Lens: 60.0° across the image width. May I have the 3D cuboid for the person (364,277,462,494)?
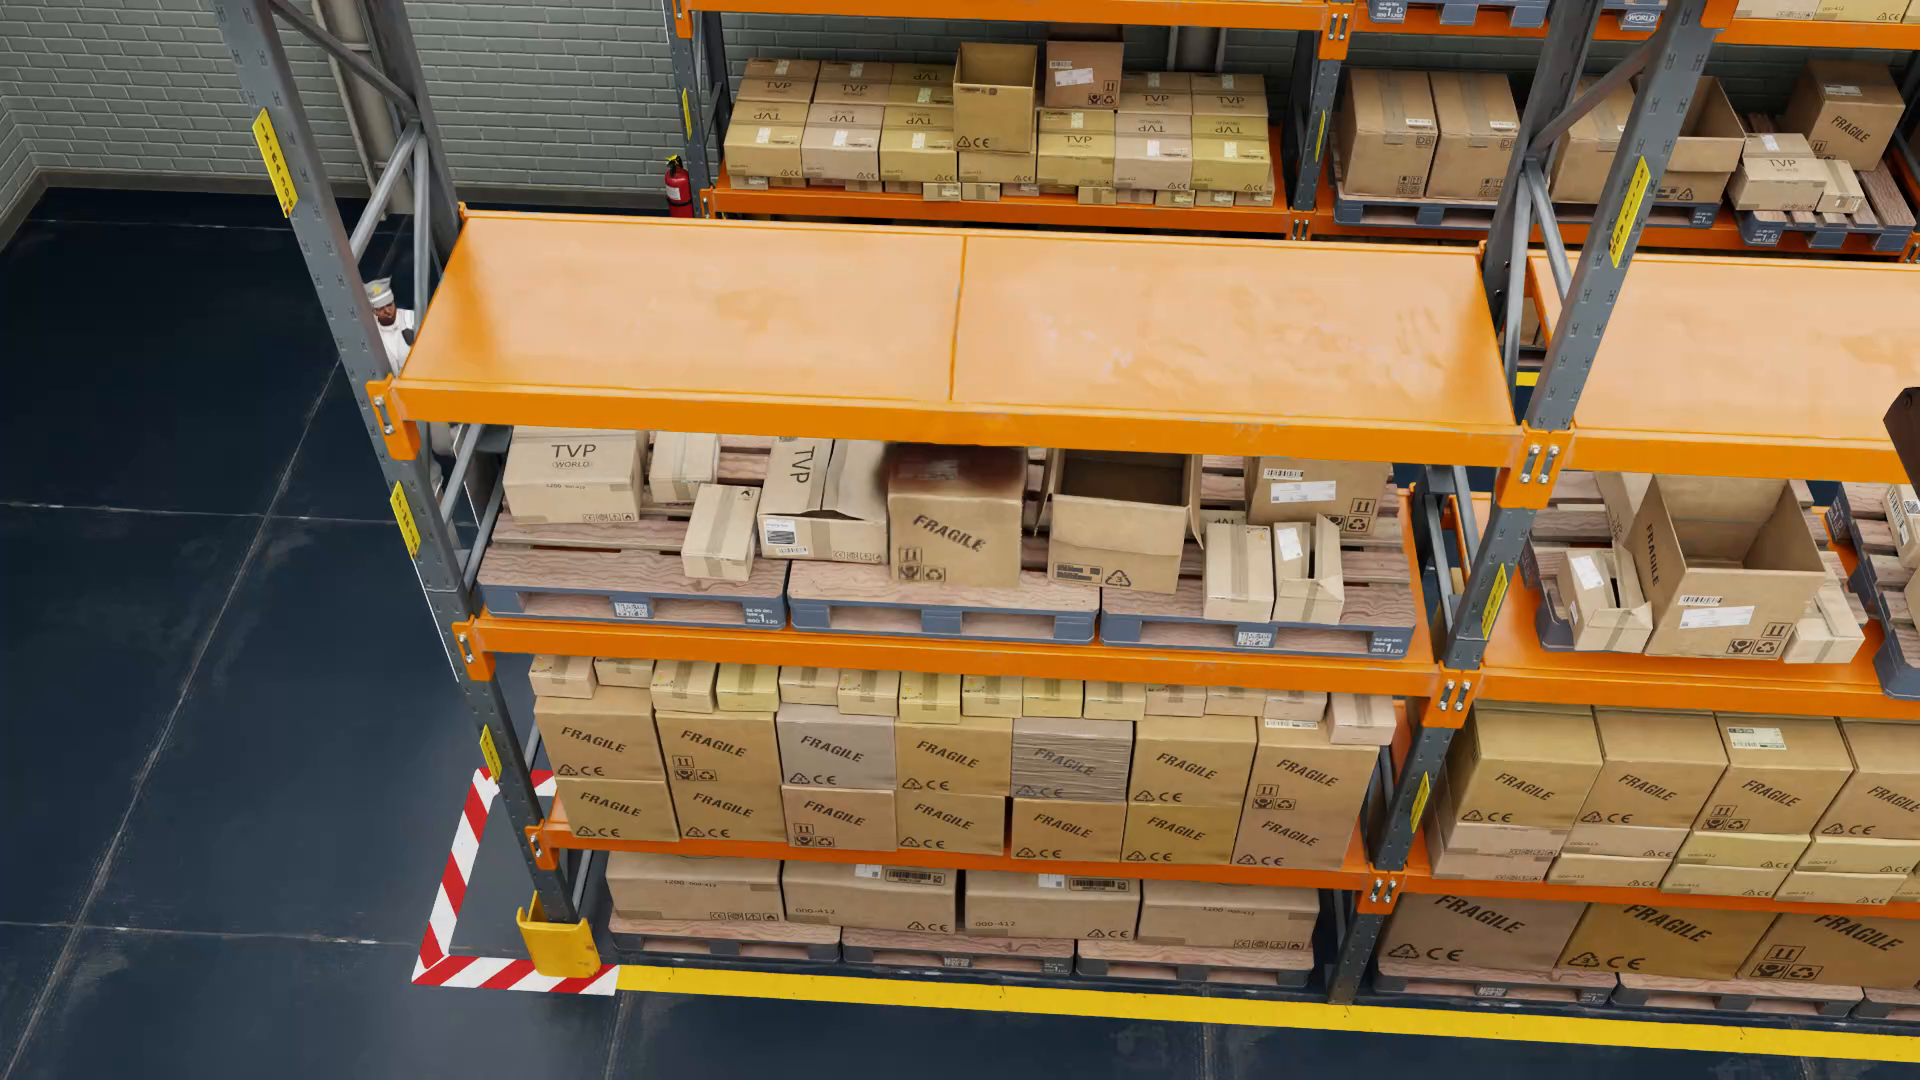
[{"bbox_3d":[-3.460,-0.961,10.458,0.457,1.676,0.517,0,48,0],"label":"person"}]
